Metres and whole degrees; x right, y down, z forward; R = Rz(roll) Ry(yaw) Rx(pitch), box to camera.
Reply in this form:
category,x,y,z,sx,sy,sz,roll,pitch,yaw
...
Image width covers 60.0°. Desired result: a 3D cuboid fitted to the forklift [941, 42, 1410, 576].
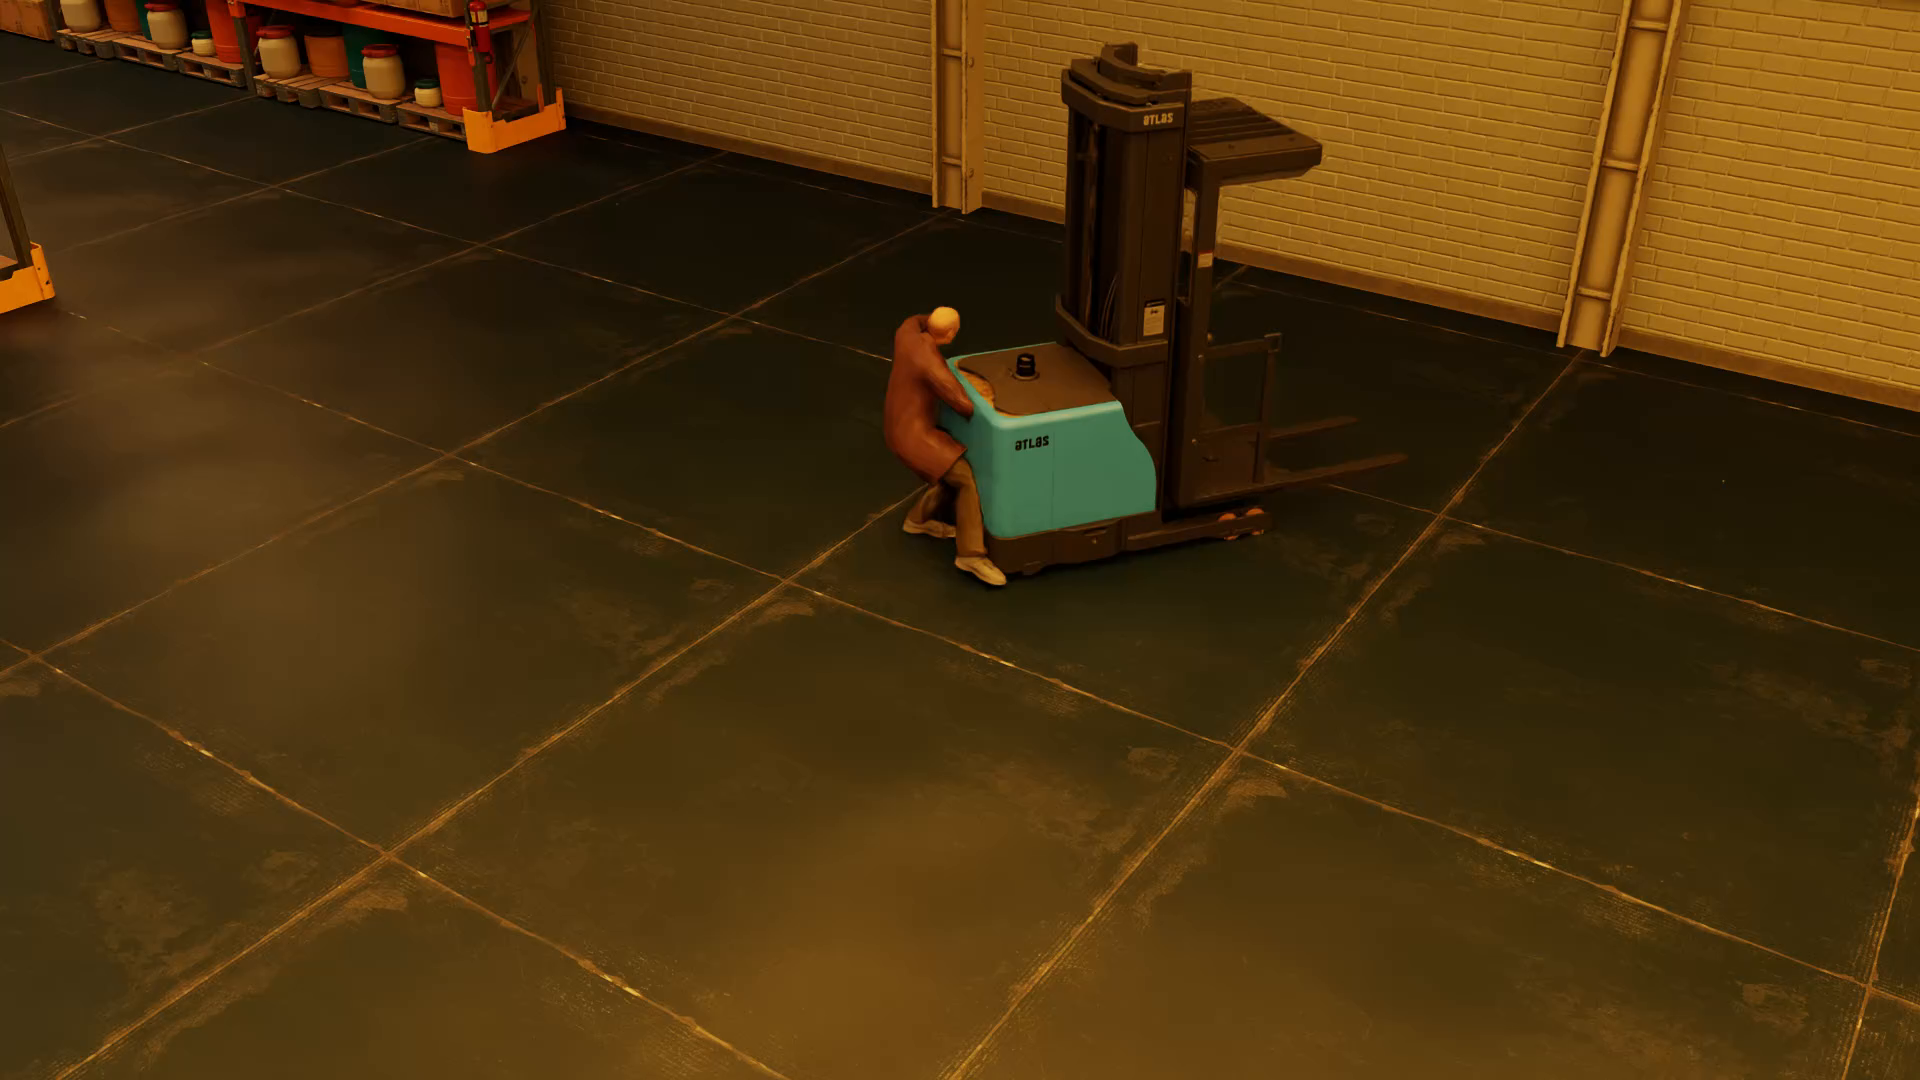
category,x,y,z,sx,sy,sz,roll,pitch,yaw
forklift,1.440,-1.503,10.169,3.031,2.935,1.130,-11,32,-18

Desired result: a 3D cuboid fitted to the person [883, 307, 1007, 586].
category,x,y,z,sx,sy,sz,roll,pitch,yaw
person,-0.060,-0.694,10.246,0.804,1.465,1.618,-12,32,-19
